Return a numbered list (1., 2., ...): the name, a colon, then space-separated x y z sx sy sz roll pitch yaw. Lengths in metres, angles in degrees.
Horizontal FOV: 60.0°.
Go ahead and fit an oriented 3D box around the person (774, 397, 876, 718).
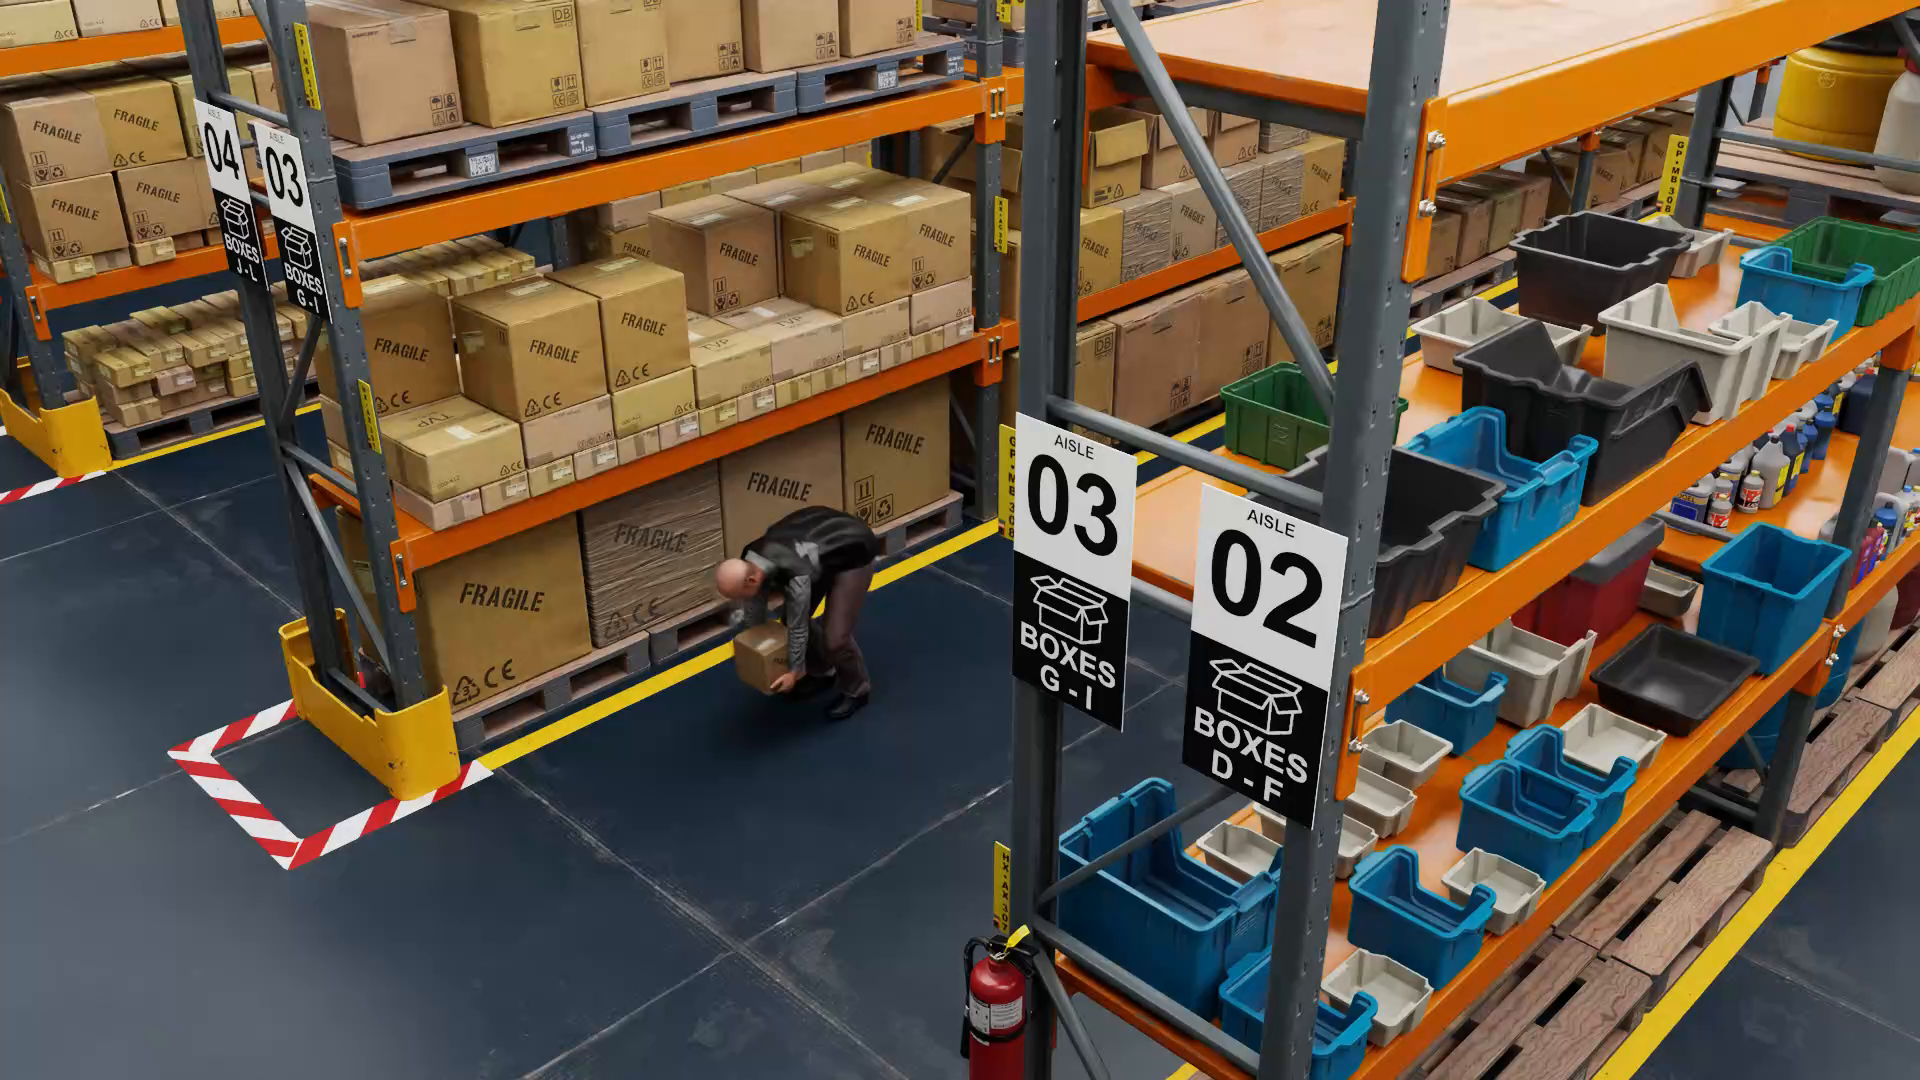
1. person: -0.719 0.112 8.440 0.555 1.717 0.495 -25 36 -39
